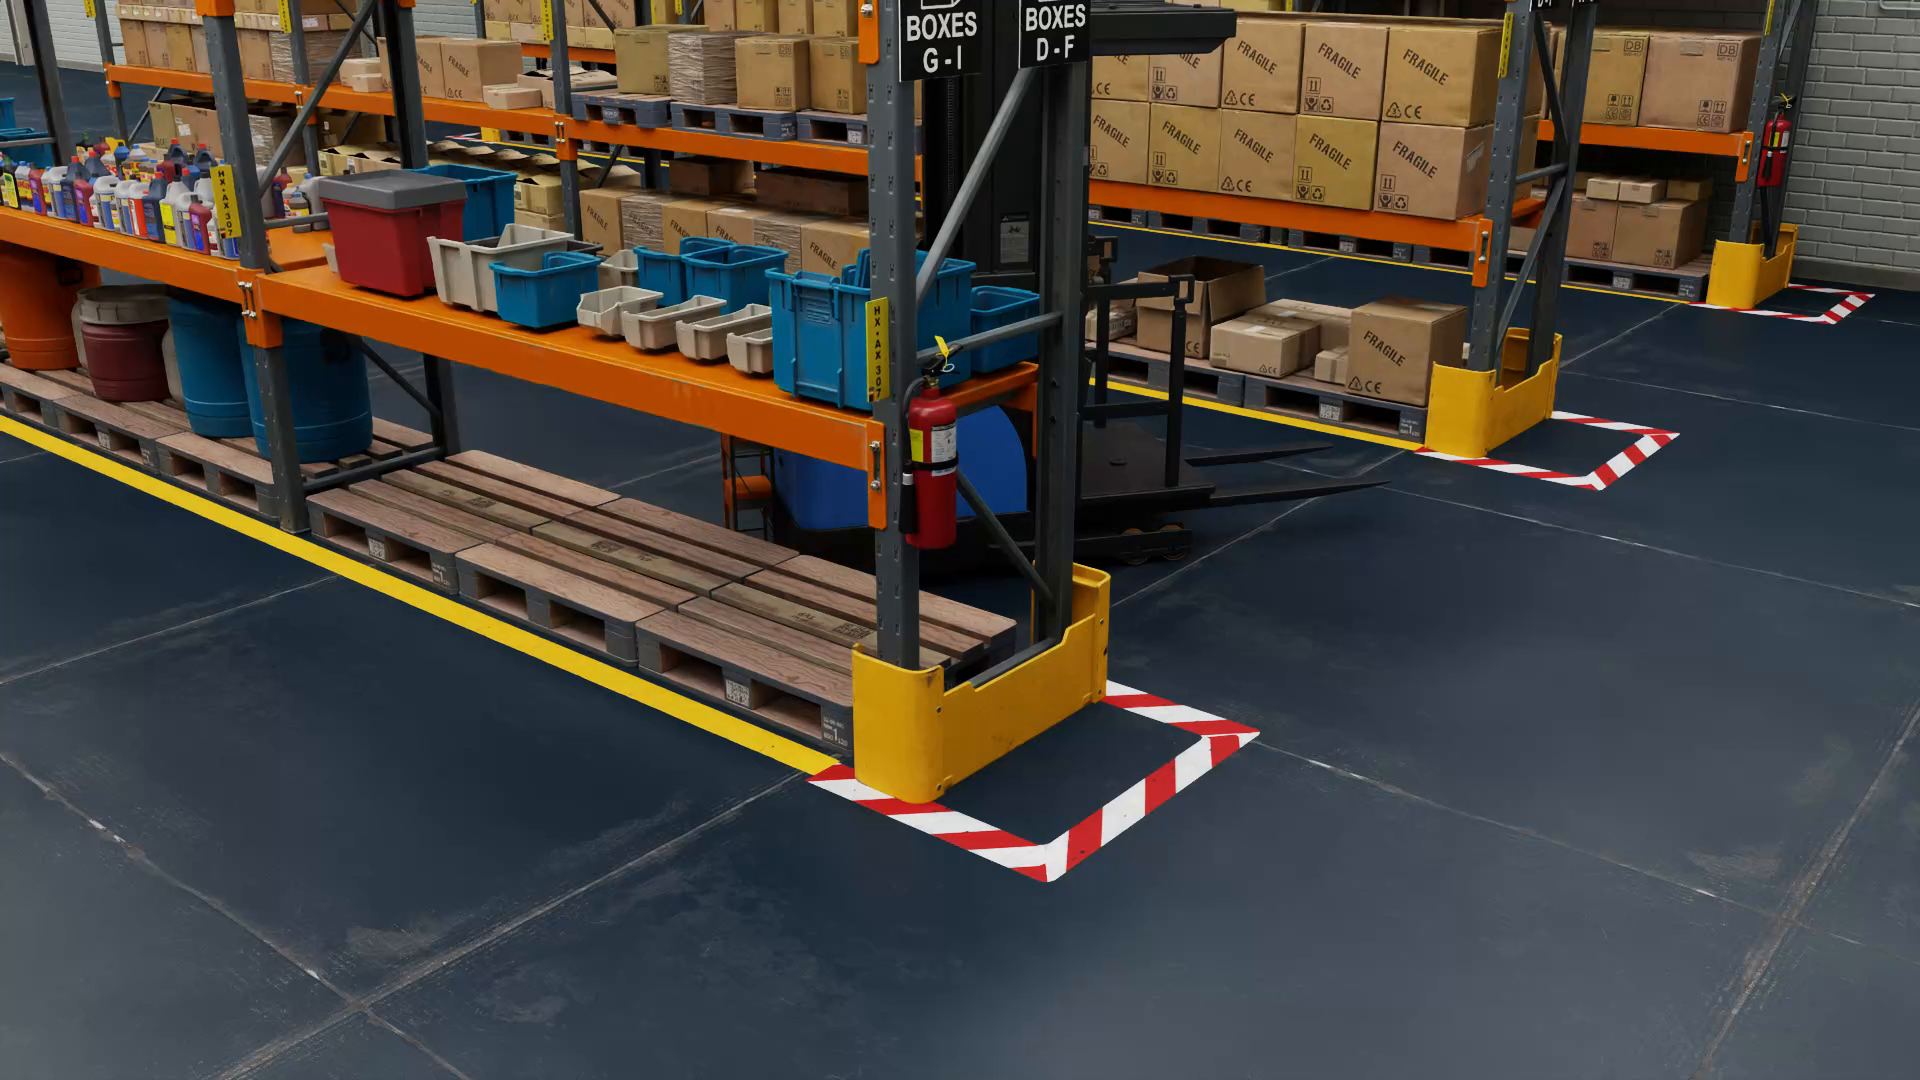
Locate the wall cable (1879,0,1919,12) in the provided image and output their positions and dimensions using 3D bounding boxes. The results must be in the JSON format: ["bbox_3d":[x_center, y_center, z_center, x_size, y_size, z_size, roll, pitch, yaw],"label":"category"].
[{"bbox_3d":[7.929,-3.837,12.652,1.851,1.984,0.084,16,26,36],"label":"wall cable"}]

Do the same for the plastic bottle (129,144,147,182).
[{"bbox_3d":[-4.982,-2.263,10.099,0.097,0.271,0.097,0,21,0],"label":"plastic bottle"}]

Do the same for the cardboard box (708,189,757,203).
[{"bbox_3d":[-1.715,-2.595,13.717,0.500,0.500,0.500,15,25,34],"label":"cardboard box"}]

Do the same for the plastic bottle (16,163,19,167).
[{"bbox_3d":[-5.570,-2.123,9.827,0.097,0.201,0.097,0,21,0],"label":"plastic bottle"}]

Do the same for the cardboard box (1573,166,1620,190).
[{"bbox_3d":[5.370,-3.044,14.016,0.250,0.149,0.380,16,26,37],"label":"cardboard box"}]

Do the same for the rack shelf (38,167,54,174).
[{"bbox_3d":[-7.673,-2.575,11.765,4.000,0.370,1.077,16,26,36],"label":"rack shelf"}]

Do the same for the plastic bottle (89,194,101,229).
[{"bbox_3d":[-4.599,-1.774,8.902,0.097,0.201,0.097,0,21,0],"label":"plastic bottle"}]

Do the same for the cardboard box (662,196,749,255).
[{"bbox_3d":[-2.022,-2.447,13.324,0.500,0.500,0.500,16,26,36],"label":"cardboard box"}]

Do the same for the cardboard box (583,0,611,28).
[{"bbox_3d":[-4.294,-6.602,20.546,0.500,0.500,0.500,15,25,35],"label":"cardboard box"}]

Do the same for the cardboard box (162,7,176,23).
[{"bbox_3d":[-8.218,-5.578,17.646,0.250,0.149,0.380,15,25,35],"label":"cardboard box"}]

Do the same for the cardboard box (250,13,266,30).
[{"bbox_3d":[-6.828,-5.177,16.584,0.250,0.149,0.380,15,25,35],"label":"cardboard box"}]

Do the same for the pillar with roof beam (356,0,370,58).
[{"bbox_3d":[-12.338,-10.008,21.953,0.400,9.000,9.100,16,26,36],"label":"pillar with roof beam"}]

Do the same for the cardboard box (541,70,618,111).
[{"bbox_3d":[-3.243,-3.870,14.306,0.500,0.311,0.500,18,27,40],"label":"cardboard box"}]

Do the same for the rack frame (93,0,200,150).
[{"bbox_3d":[-9.186,-5.604,18.776,0.127,3.000,1.000,16,26,36],"label":"rack frame"}]

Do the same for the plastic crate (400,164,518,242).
[{"bbox_3d":[-2.447,-1.583,8.052,0.575,0.384,0.392,16,26,36],"label":"plastic crate"}]

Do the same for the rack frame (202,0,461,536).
[{"bbox_3d":[-3.025,-1.573,8.088,0.127,3.000,1.000,16,26,36],"label":"rack frame"}]

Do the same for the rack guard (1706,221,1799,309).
[{"bbox_3d":[6.357,-2.214,13.330,0.348,0.500,1.175,16,26,36],"label":"rack guard"}]

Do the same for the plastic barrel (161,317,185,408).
[{"bbox_3d":[-4.365,-1.040,9.605,0.421,0.512,0.421,0,21,0],"label":"plastic barrel"}]

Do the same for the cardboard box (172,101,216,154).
[{"bbox_3d":[-8.128,-4.465,17.996,0.500,0.500,0.500,16,26,36],"label":"cardboard box"}]

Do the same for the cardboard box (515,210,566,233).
[{"bbox_3d":[-3.550,-2.779,14.589,0.500,0.250,0.500,17,26,38],"label":"cardboard box"}]

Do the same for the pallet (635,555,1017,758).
[{"bbox_3d":[-0.540,0.430,6.730,1.213,0.211,1.003,16,26,36],"label":"pallet"}]

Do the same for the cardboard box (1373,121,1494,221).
[{"bbox_3d":[2.690,-2.106,9.360,0.500,0.500,0.500,17,27,38],"label":"cardboard box"}]

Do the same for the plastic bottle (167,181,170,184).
[{"bbox_3d":[-4.144,-1.745,8.726,0.097,0.271,0.097,0,21,0],"label":"plastic bottle"}]

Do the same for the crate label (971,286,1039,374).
[{"bbox_3d":[0.091,-0.775,6.126,0.303,0.233,0.416,16,26,36],"label":"crate label"}]

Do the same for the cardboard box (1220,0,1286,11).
[{"bbox_3d":[2.716,-4.862,15.155,0.500,0.250,0.500,17,26,38],"label":"cardboard box"}]

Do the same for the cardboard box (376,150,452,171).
[{"bbox_3d":[-5.139,-3.495,15.692,0.500,0.311,0.500,15,25,35],"label":"cardboard box"}]

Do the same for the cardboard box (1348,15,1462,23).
[{"bbox_3d":[2.622,-2.834,9.874,0.500,0.500,0.500,16,26,37],"label":"cardboard box"}]

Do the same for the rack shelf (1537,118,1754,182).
[{"bbox_3d":[4.789,-3.498,14.214,4.000,0.370,1.077,16,26,36],"label":"rack shelf"}]

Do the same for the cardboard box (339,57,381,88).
[{"bbox_3d":[-5.679,-4.543,16.177,0.500,0.250,0.500,18,27,40],"label":"cardboard box"}]

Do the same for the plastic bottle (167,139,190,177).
[{"bbox_3d":[-4.558,-2.167,9.733,0.185,0.351,0.144,16,26,36],"label":"plastic bottle"}]

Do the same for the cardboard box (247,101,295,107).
[{"bbox_3d":[-7.412,-4.495,18.076,0.500,0.500,0.500,16,26,36],"label":"cardboard box"}]

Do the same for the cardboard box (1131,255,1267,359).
[{"bbox_3d":[1.569,-1.546,10.932,0.637,0.503,0.797,16,26,36],"label":"cardboard box"}]

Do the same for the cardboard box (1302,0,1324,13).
[{"bbox_3d":[3.048,-5.001,15.525,0.500,0.250,0.500,17,27,38],"label":"cardboard box"}]

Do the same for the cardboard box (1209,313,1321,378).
[{"bbox_3d":[1.915,-1.227,10.445,0.500,0.250,0.500,16,26,36],"label":"cardboard box"}]

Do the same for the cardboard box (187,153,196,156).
[{"bbox_3d":[-8.135,-4.111,18.120,0.500,0.250,0.500,16,26,36],"label":"cardboard box"}]

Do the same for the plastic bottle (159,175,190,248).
[{"bbox_3d":[-3.944,-1.666,8.404,0.185,0.351,0.144,16,26,36],"label":"plastic bottle"}]

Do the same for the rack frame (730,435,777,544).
[{"bbox_3d":[-0.963,-0.388,7.709,0.200,1.050,0.008,-6,22,-16],"label":"rack frame"}]

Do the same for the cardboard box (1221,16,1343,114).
[{"bbox_3d":[1.894,-2.799,9.782,0.500,0.500,0.500,17,26,38],"label":"cardboard box"}]

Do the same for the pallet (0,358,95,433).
[{"bbox_3d":[-5.486,-0.996,10.511,1.213,0.211,1.003,16,26,36],"label":"pallet"}]

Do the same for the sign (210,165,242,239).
[{"bbox_3d":[-3.374,-1.553,7.642,0.005,0.325,0.100,16,26,36],"label":"sign"}]

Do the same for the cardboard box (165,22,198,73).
[{"bbox_3d":[-8.042,-5.314,17.868,0.500,0.500,0.700,16,26,37],"label":"cardboard box"}]

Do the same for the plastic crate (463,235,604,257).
[{"bbox_3d":[-1.988,-1.296,7.659,0.590,0.125,0.437,16,26,36],"label":"plastic crate"}]

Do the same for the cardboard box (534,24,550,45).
[{"bbox_3d":[-5.078,-6.475,21.271,0.500,0.250,0.500,16,26,35],"label":"cardboard box"}]

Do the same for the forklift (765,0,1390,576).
[{"bbox_3d":[0.608,-1.430,7.807,3.031,2.935,1.130,-6,21,-14],"label":"forklift"}]

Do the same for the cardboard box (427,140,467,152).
[{"bbox_3d":[-5.185,-3.757,16.387,0.500,0.311,0.500,17,26,38],"label":"cardboard box"}]

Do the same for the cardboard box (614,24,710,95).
[{"bbox_3d":[-2.429,-3.952,13.661,0.500,0.500,0.700,7,22,18],"label":"cardboard box"}]

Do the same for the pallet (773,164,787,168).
[{"bbox_3d":[-1.405,-4.316,19.314,1.213,0.211,1.003,16,26,36],"label":"pallet"}]

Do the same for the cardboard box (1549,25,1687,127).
[{"bbox_3d":[5.366,-3.799,13.567,0.700,0.700,0.980,16,26,36],"label":"cardboard box"}]

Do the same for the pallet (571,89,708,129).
[{"bbox_3d":[-2.419,-3.597,13.727,1.003,0.211,1.213,16,26,36],"label":"pallet"}]

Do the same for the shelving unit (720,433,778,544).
[{"bbox_3d":[-1.000,-0.429,7.818,0.215,1.050,0.252,-6,22,-16],"label":"shelving unit"}]

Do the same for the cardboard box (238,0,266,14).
[{"bbox_3d":[-6.828,-5.575,16.719,0.500,0.500,0.700,16,26,36],"label":"cardboard box"}]

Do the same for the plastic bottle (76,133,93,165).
[{"bbox_3d":[-5.540,-2.437,10.545,0.133,0.283,0.061,16,26,36],"label":"plastic bottle"}]

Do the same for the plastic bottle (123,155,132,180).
[{"bbox_3d":[-5.058,-2.252,10.169,0.097,0.201,0.097,0,21,0],"label":"plastic bottle"}]

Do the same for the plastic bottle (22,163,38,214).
[{"bbox_3d":[-5.204,-1.981,9.352,0.097,0.271,0.097,0,21,0],"label":"plastic bottle"}]
